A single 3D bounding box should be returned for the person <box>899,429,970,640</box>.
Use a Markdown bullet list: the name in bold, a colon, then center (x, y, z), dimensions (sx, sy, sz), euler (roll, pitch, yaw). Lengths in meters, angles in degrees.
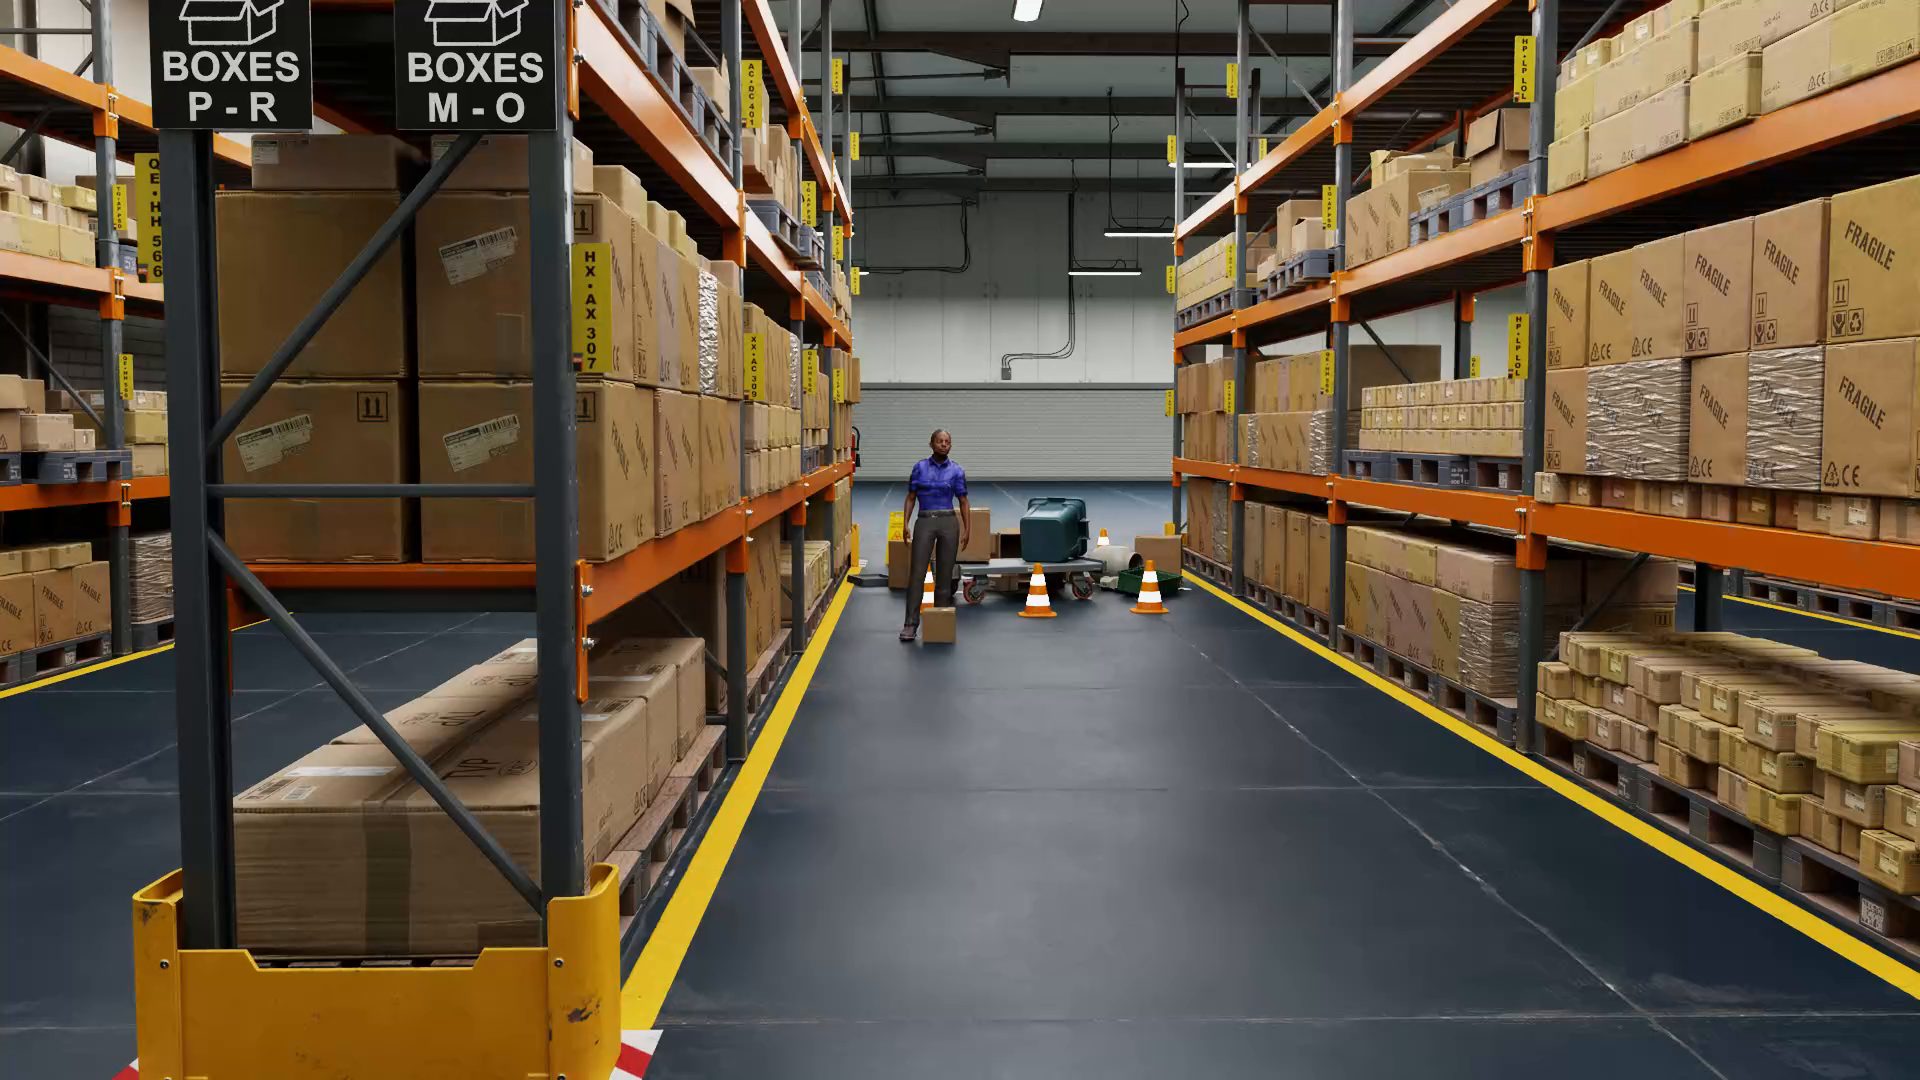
- **person**: center (-0.200, -0.053, 13.203), dimensions (0.570, 1.654, 0.504), euler (0, 4, -1)
